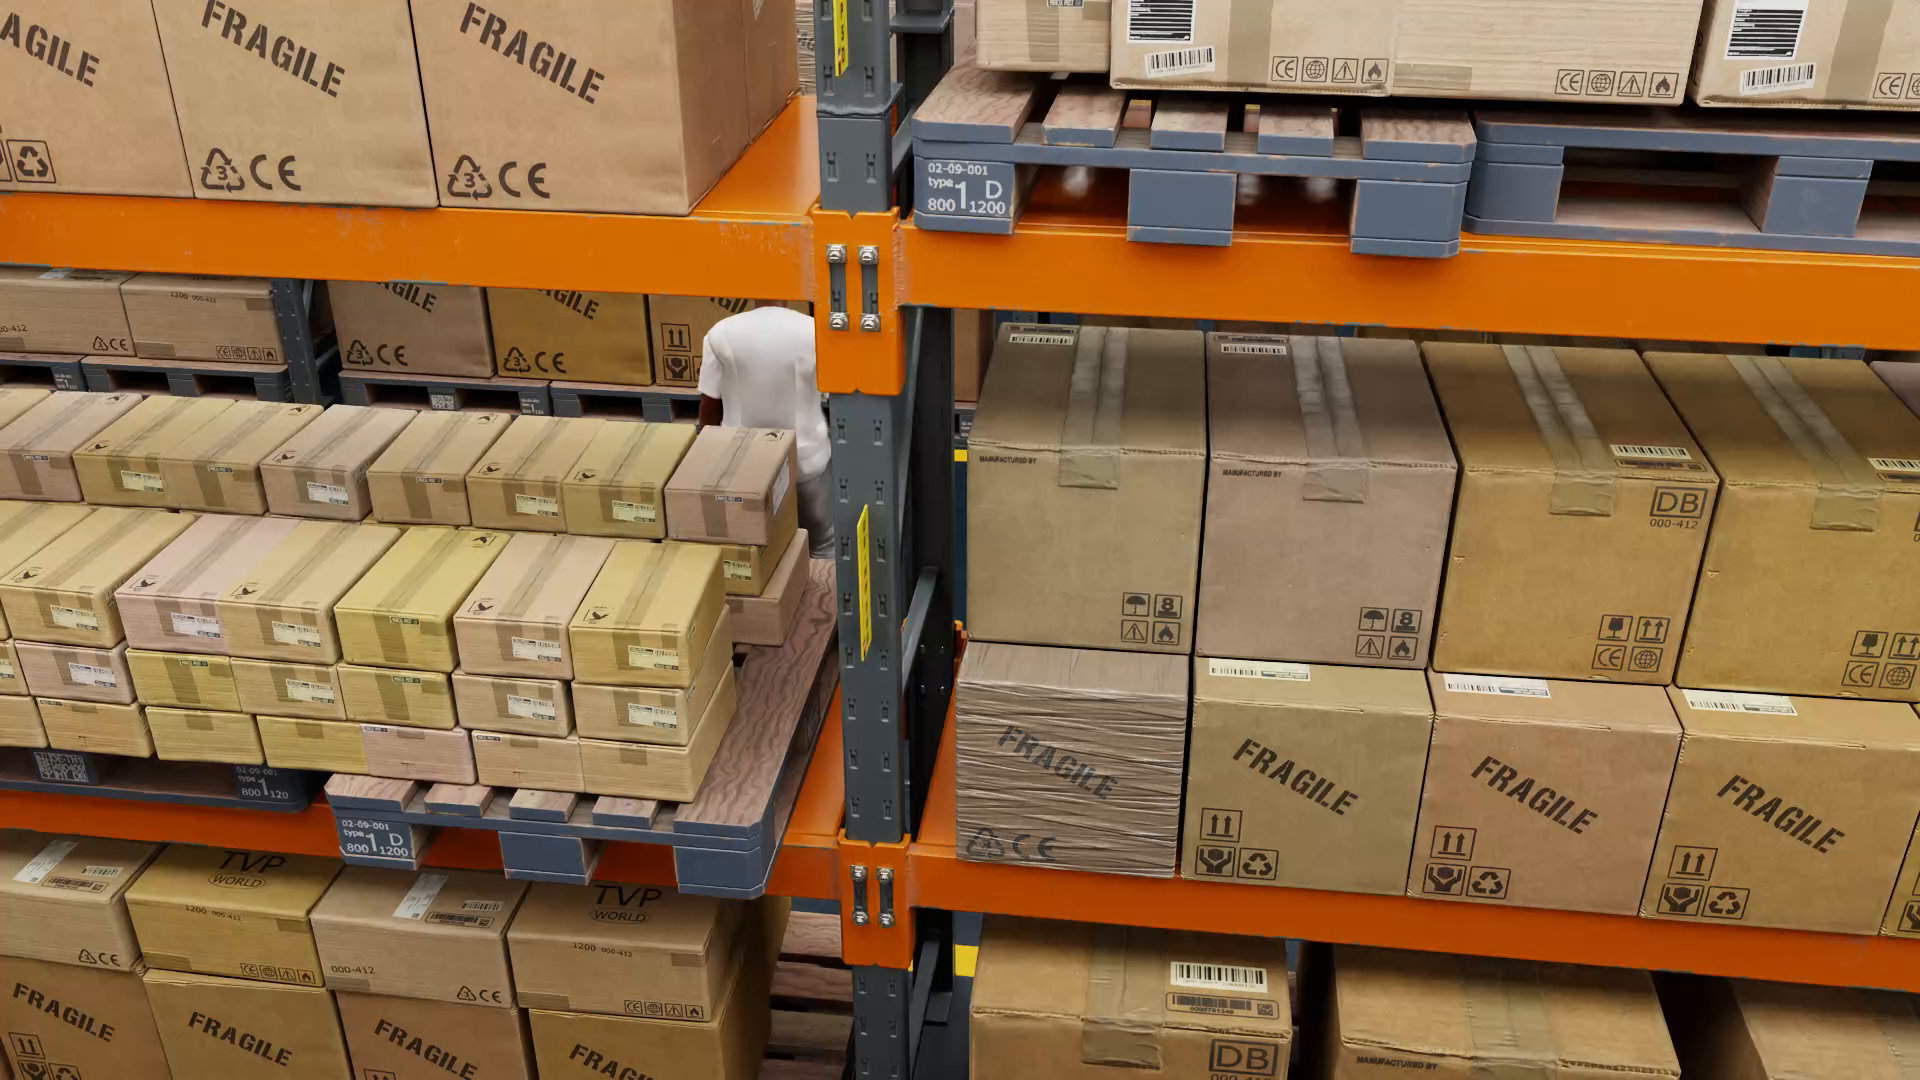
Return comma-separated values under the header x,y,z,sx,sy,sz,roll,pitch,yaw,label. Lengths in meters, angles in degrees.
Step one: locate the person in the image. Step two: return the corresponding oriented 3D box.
x,y,z,sx,sy,sz,roll,pitch,yaw,label
-0.724,-0.345,6.747,0.635,1.760,0.455,2,28,4,person
